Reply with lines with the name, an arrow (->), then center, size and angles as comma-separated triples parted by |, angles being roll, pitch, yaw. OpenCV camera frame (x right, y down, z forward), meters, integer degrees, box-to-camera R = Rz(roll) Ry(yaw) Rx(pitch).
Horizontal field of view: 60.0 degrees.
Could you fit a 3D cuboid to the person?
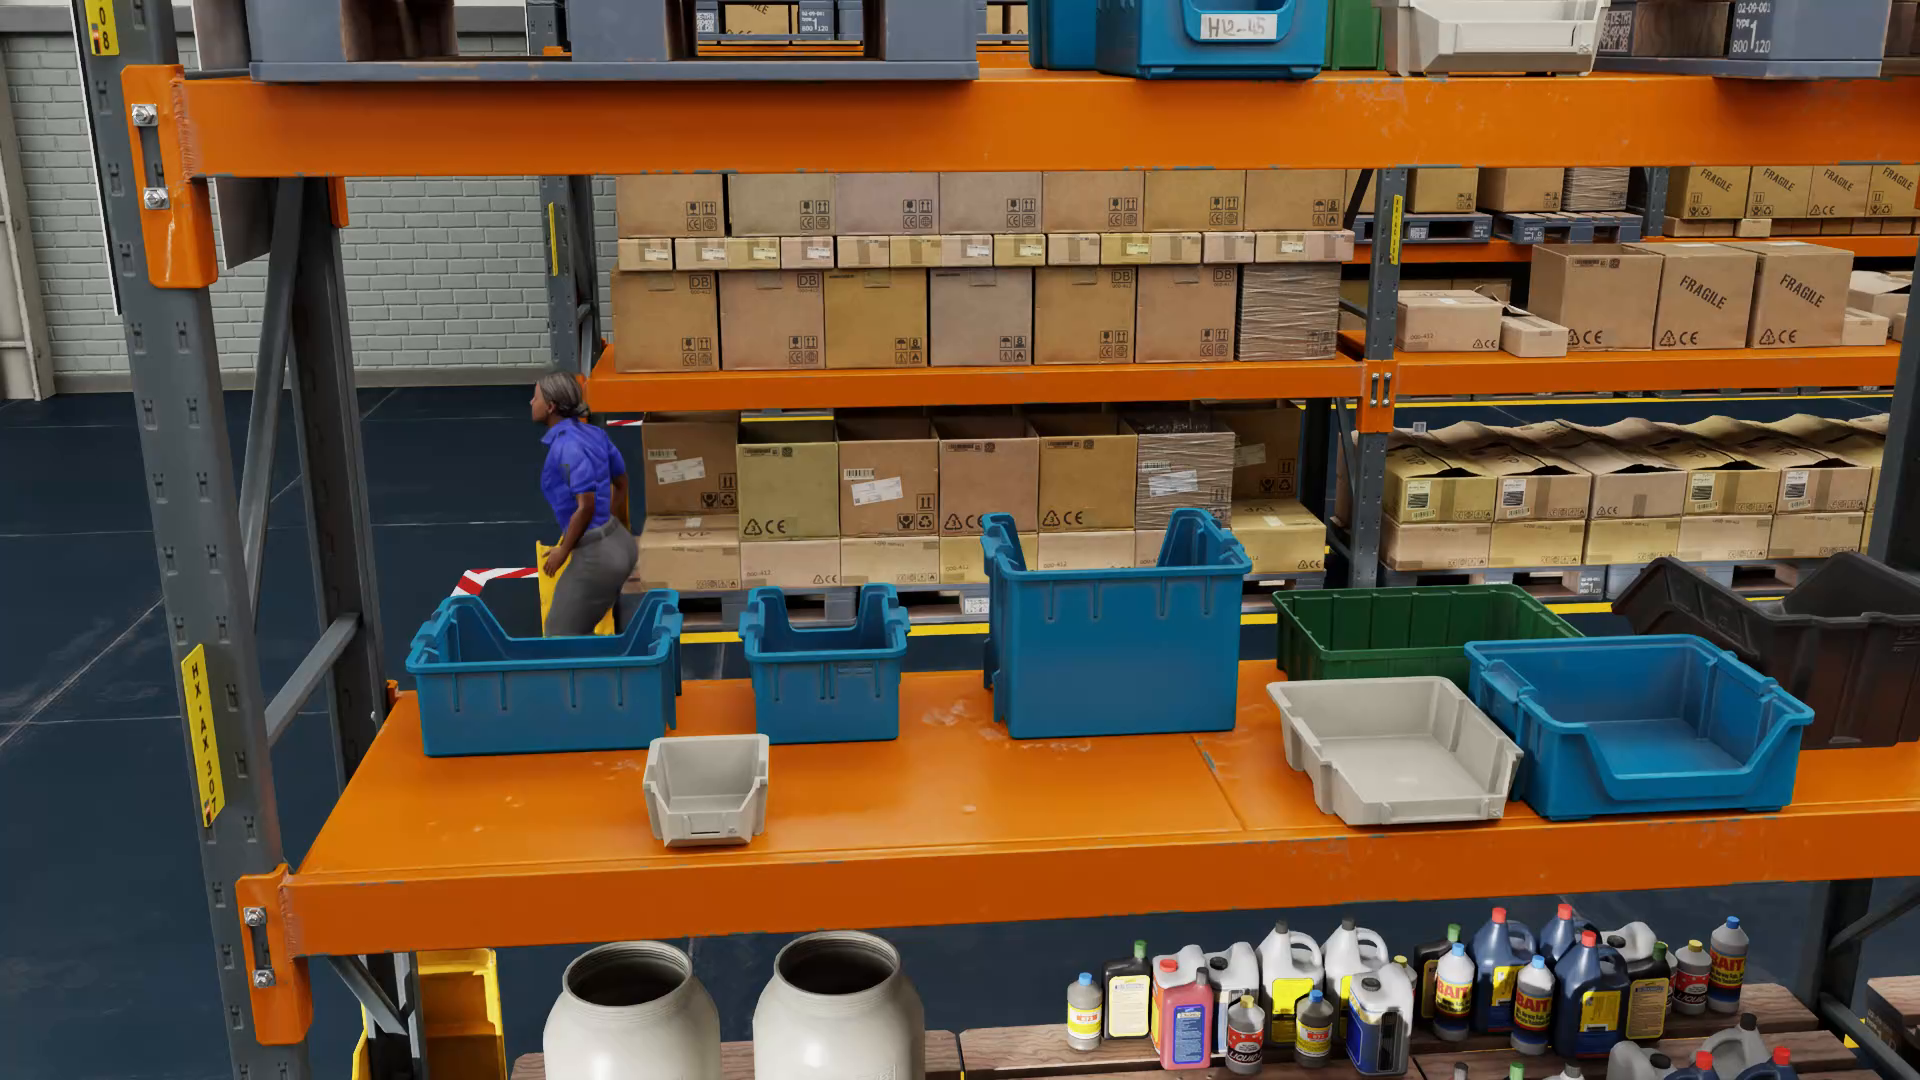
person -> -1.480, 0.070, 6.950 | 0.564, 1.565, 0.584 | 1, 17, 4
